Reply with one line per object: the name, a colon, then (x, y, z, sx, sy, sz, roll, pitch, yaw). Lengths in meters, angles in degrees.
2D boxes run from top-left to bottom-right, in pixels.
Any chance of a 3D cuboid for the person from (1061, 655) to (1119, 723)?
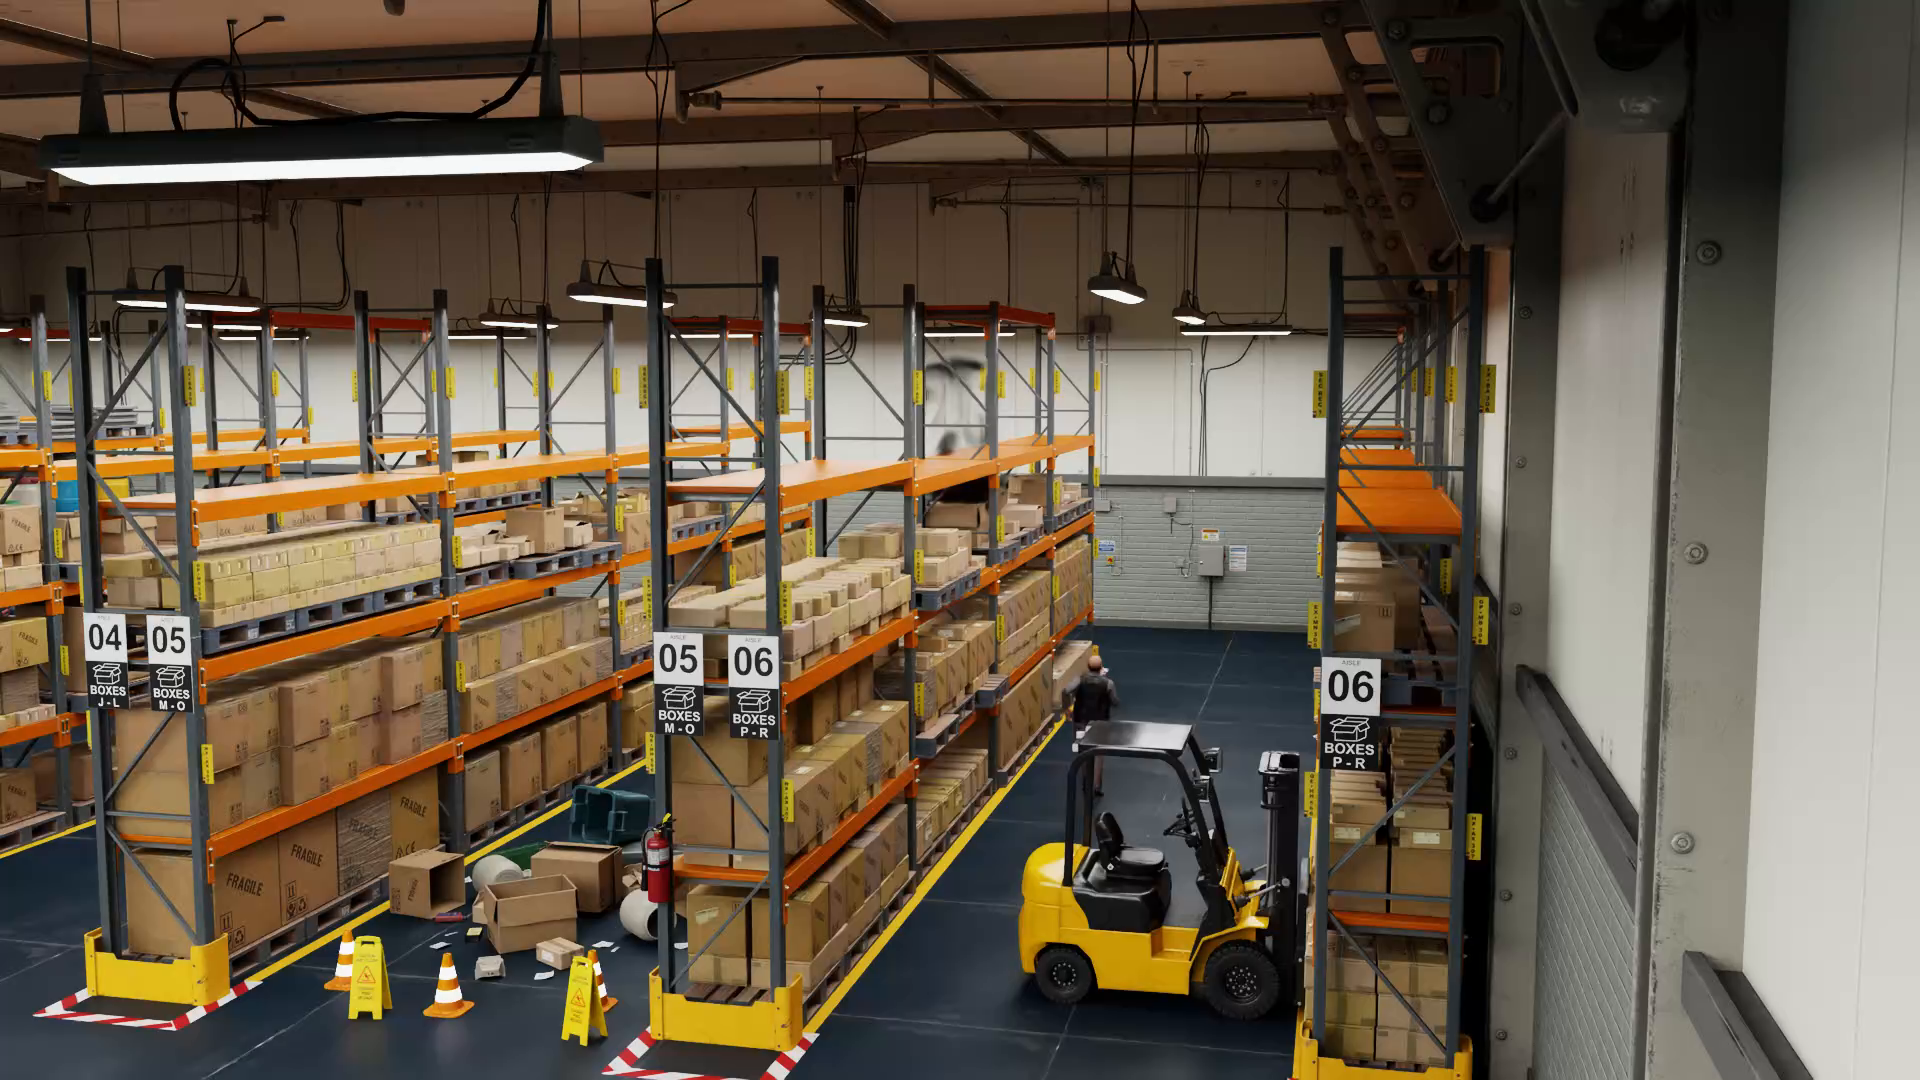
person: (1.612, 1.815, 20.242, 0.660, 0.841, 0.680, 2, 6, 15)
